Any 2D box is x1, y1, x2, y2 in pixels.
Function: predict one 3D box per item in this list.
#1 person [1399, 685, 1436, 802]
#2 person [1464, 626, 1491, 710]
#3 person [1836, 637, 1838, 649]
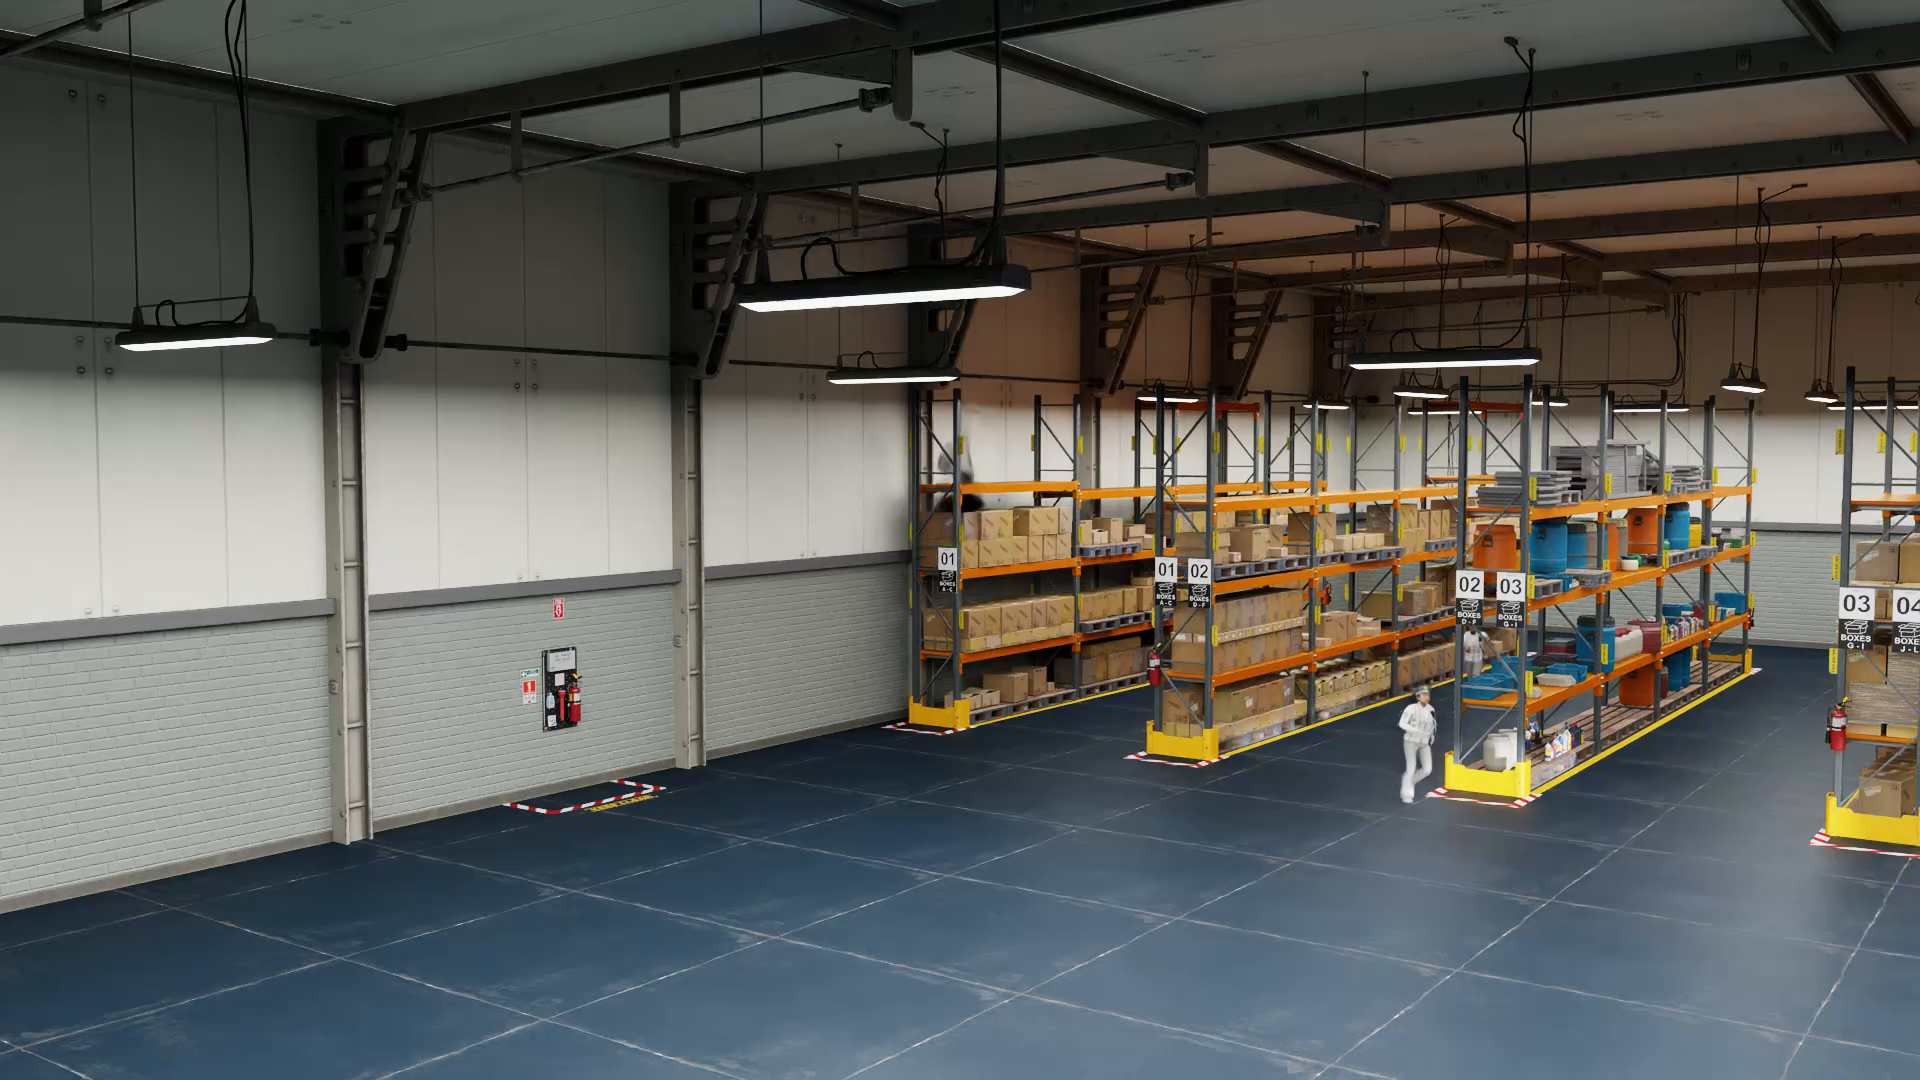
[{"bbox_3d":[6.469,2.850,23.301,0.632,1.647,0.556,-1,3,-12],"label":"person"},{"bbox_3d":[9.853,2.350,31.898,0.600,1.731,0.918,1,3,21],"label":"person"},{"bbox_3d":[17.456,2.369,32.541,0.572,1.600,0.692,2,4,32],"label":"person"}]
